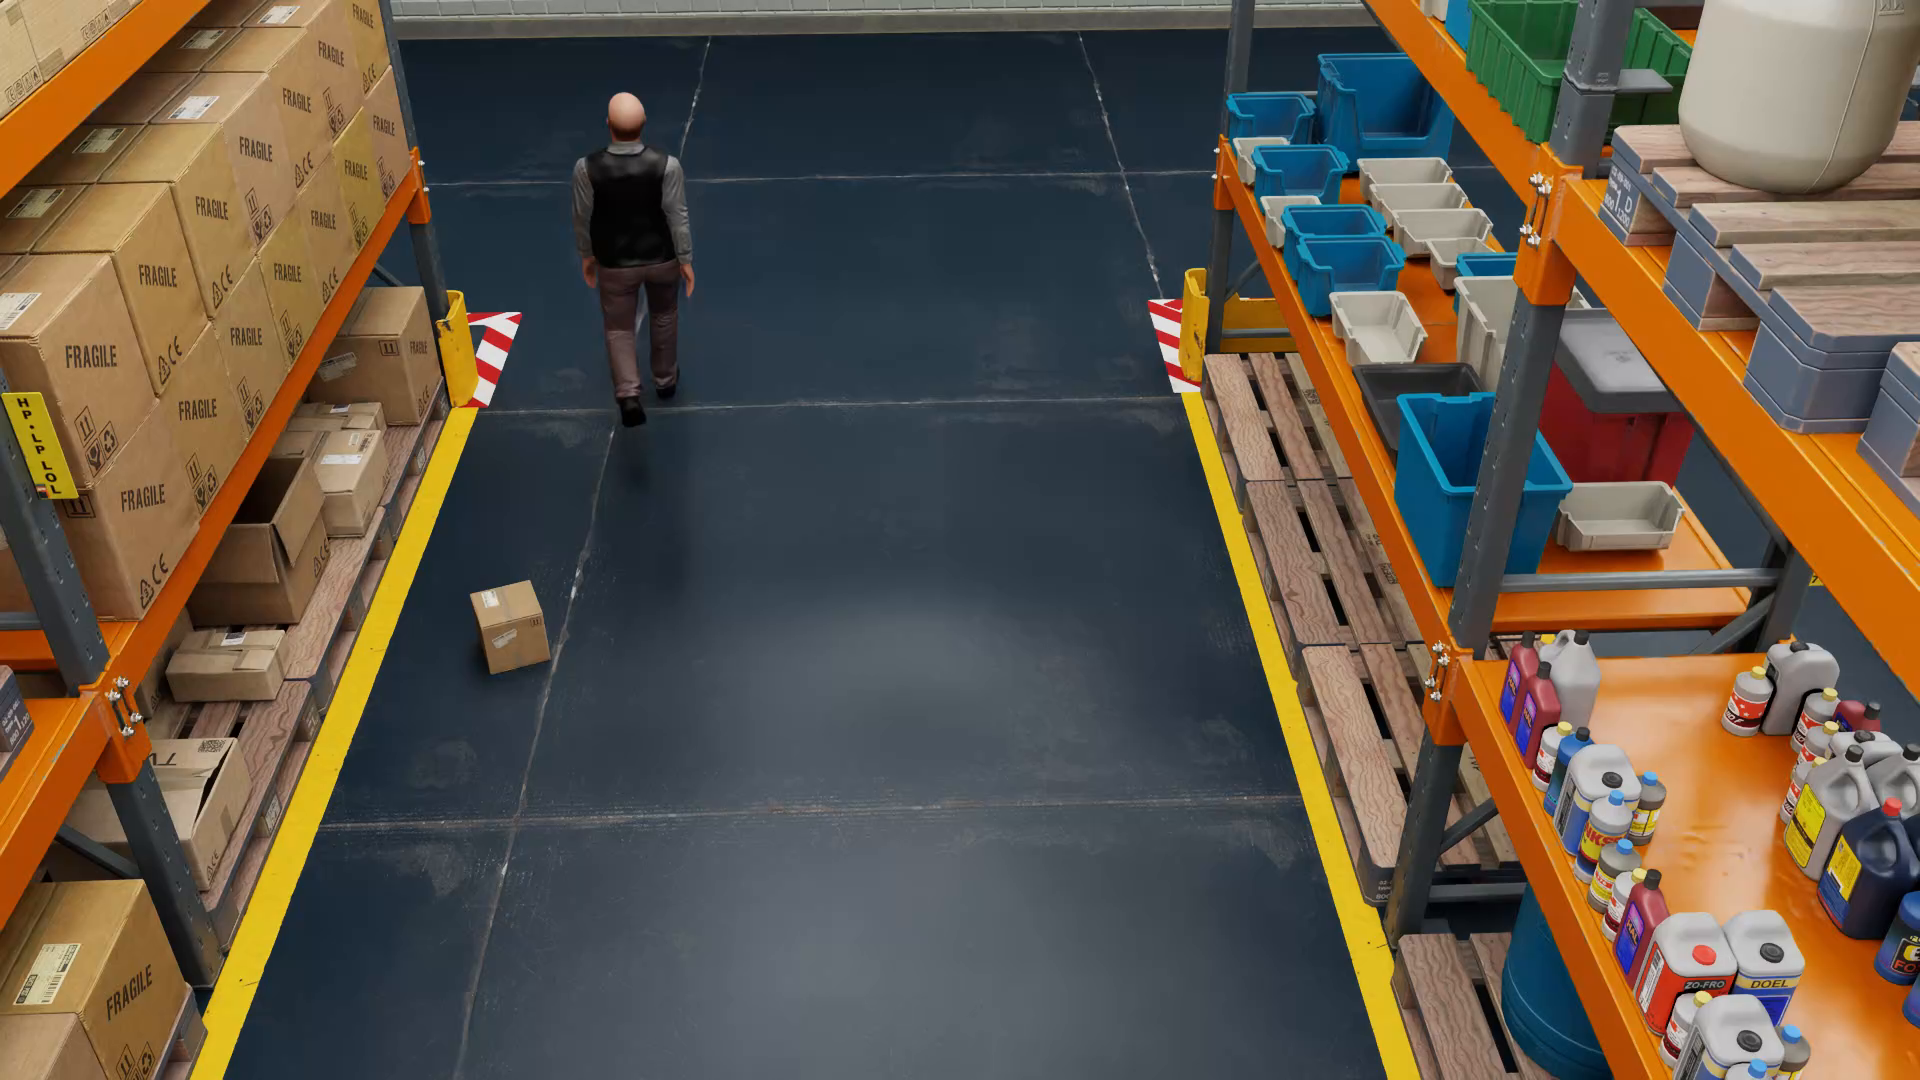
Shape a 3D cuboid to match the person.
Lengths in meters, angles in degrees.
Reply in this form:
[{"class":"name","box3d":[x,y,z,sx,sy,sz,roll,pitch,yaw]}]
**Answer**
[{"class":"person","box3d":[-1.578,-1.356,8.100,0.550,1.687,0.856,-7,36,-10]}]
